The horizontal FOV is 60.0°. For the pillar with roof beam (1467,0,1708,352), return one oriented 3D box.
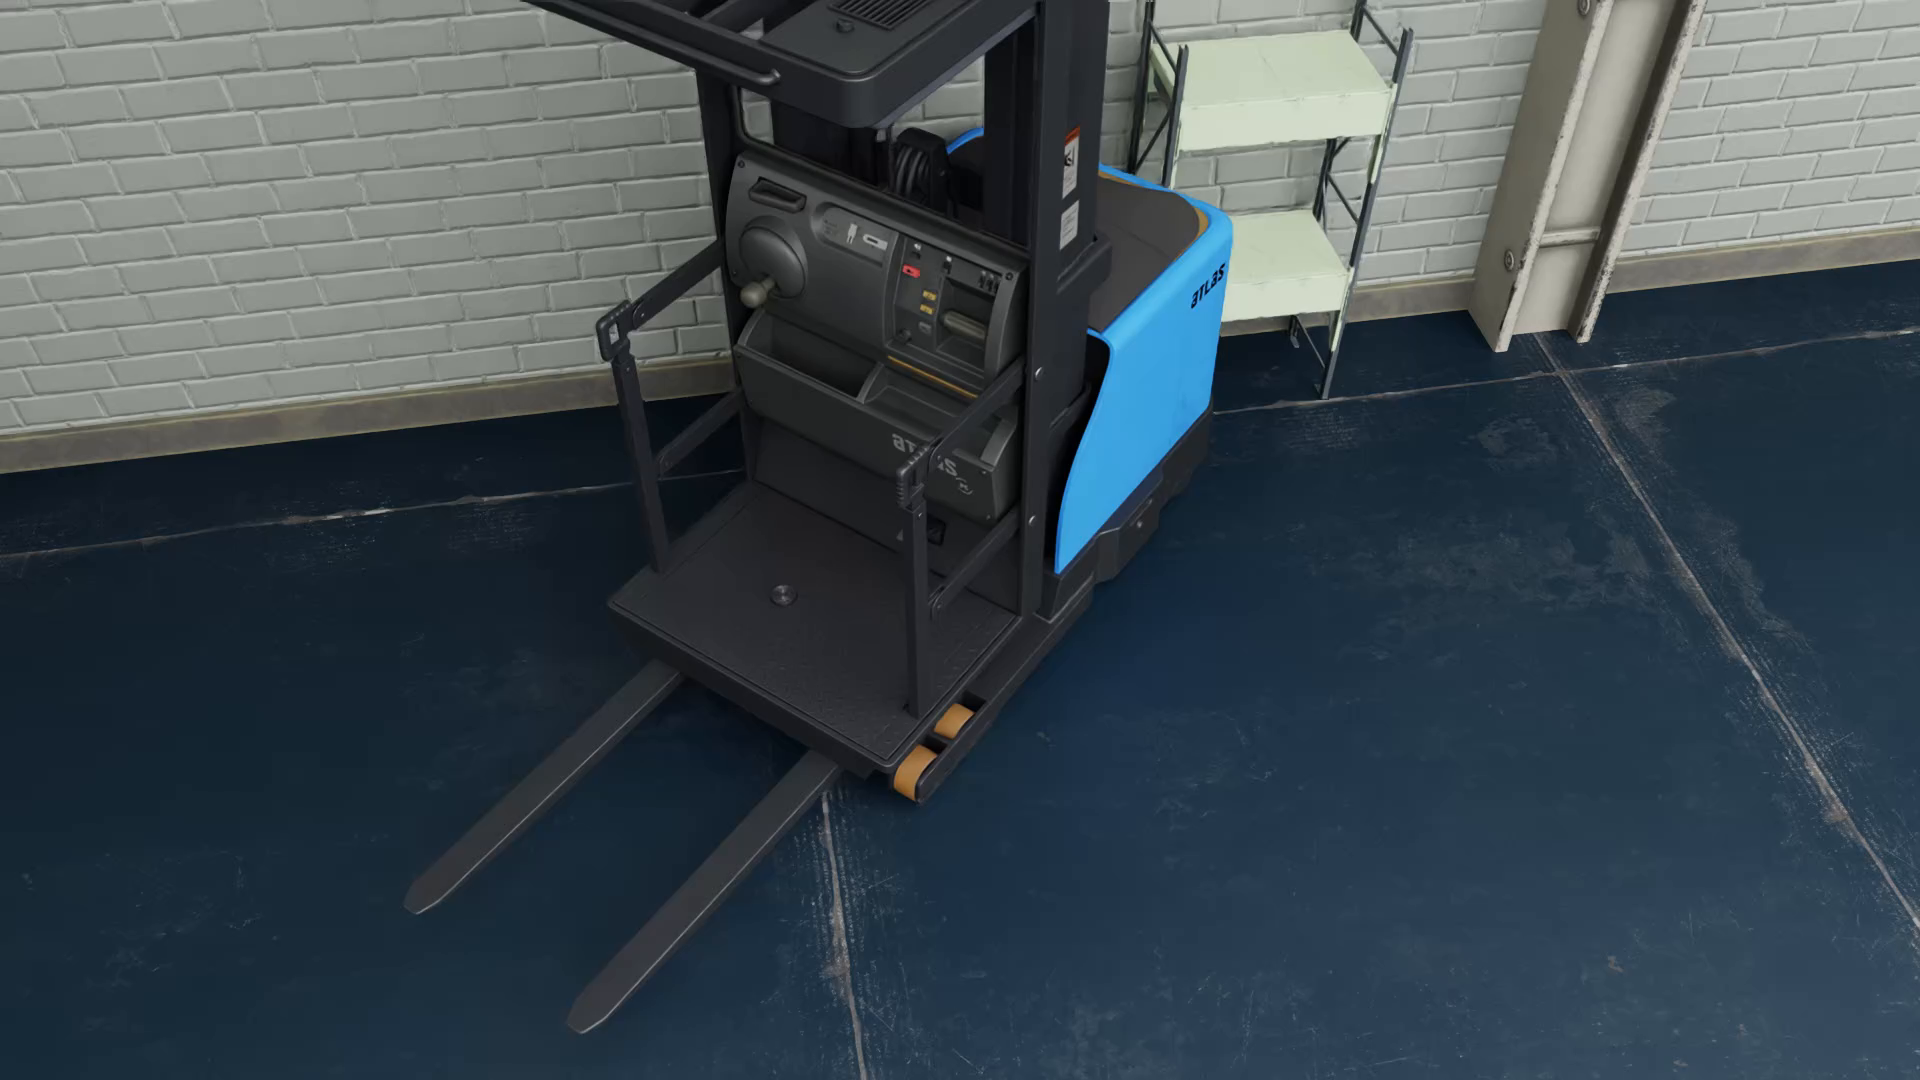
[{"bbox_3d":[2.976,-0.930,0.397,0.400,9.000,9.100,-7,46,-7],"label":"pillar with roof beam"}]

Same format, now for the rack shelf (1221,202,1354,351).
[{"bbox_3d":[0.983,-0.923,6.033,0.720,0.370,0.431,-7,46,-9],"label":"rack shelf"}]

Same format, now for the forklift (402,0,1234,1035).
[{"bbox_3d":[-0.370,-0.635,4.326,1.130,2.935,3.031,27,52,23],"label":"forklift"}]

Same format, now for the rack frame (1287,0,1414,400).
[{"bbox_3d":[1.351,-1.196,5.857,0.023,1.500,0.400,-7,46,-9],"label":"rack frame"}]

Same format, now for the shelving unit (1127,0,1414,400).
[{"bbox_3d":[0.992,-1.152,5.801,0.755,1.500,0.431,-7,46,-9],"label":"shelving unit"}]

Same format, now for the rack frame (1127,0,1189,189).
[{"bbox_3d":[0.633,-1.108,5.745,0.023,1.500,0.400,-7,46,-9],"label":"rack frame"}]

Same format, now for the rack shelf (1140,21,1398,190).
[{"bbox_3d":[1.002,-1.427,5.524,0.720,0.370,0.431,-7,46,-9],"label":"rack shelf"}]
